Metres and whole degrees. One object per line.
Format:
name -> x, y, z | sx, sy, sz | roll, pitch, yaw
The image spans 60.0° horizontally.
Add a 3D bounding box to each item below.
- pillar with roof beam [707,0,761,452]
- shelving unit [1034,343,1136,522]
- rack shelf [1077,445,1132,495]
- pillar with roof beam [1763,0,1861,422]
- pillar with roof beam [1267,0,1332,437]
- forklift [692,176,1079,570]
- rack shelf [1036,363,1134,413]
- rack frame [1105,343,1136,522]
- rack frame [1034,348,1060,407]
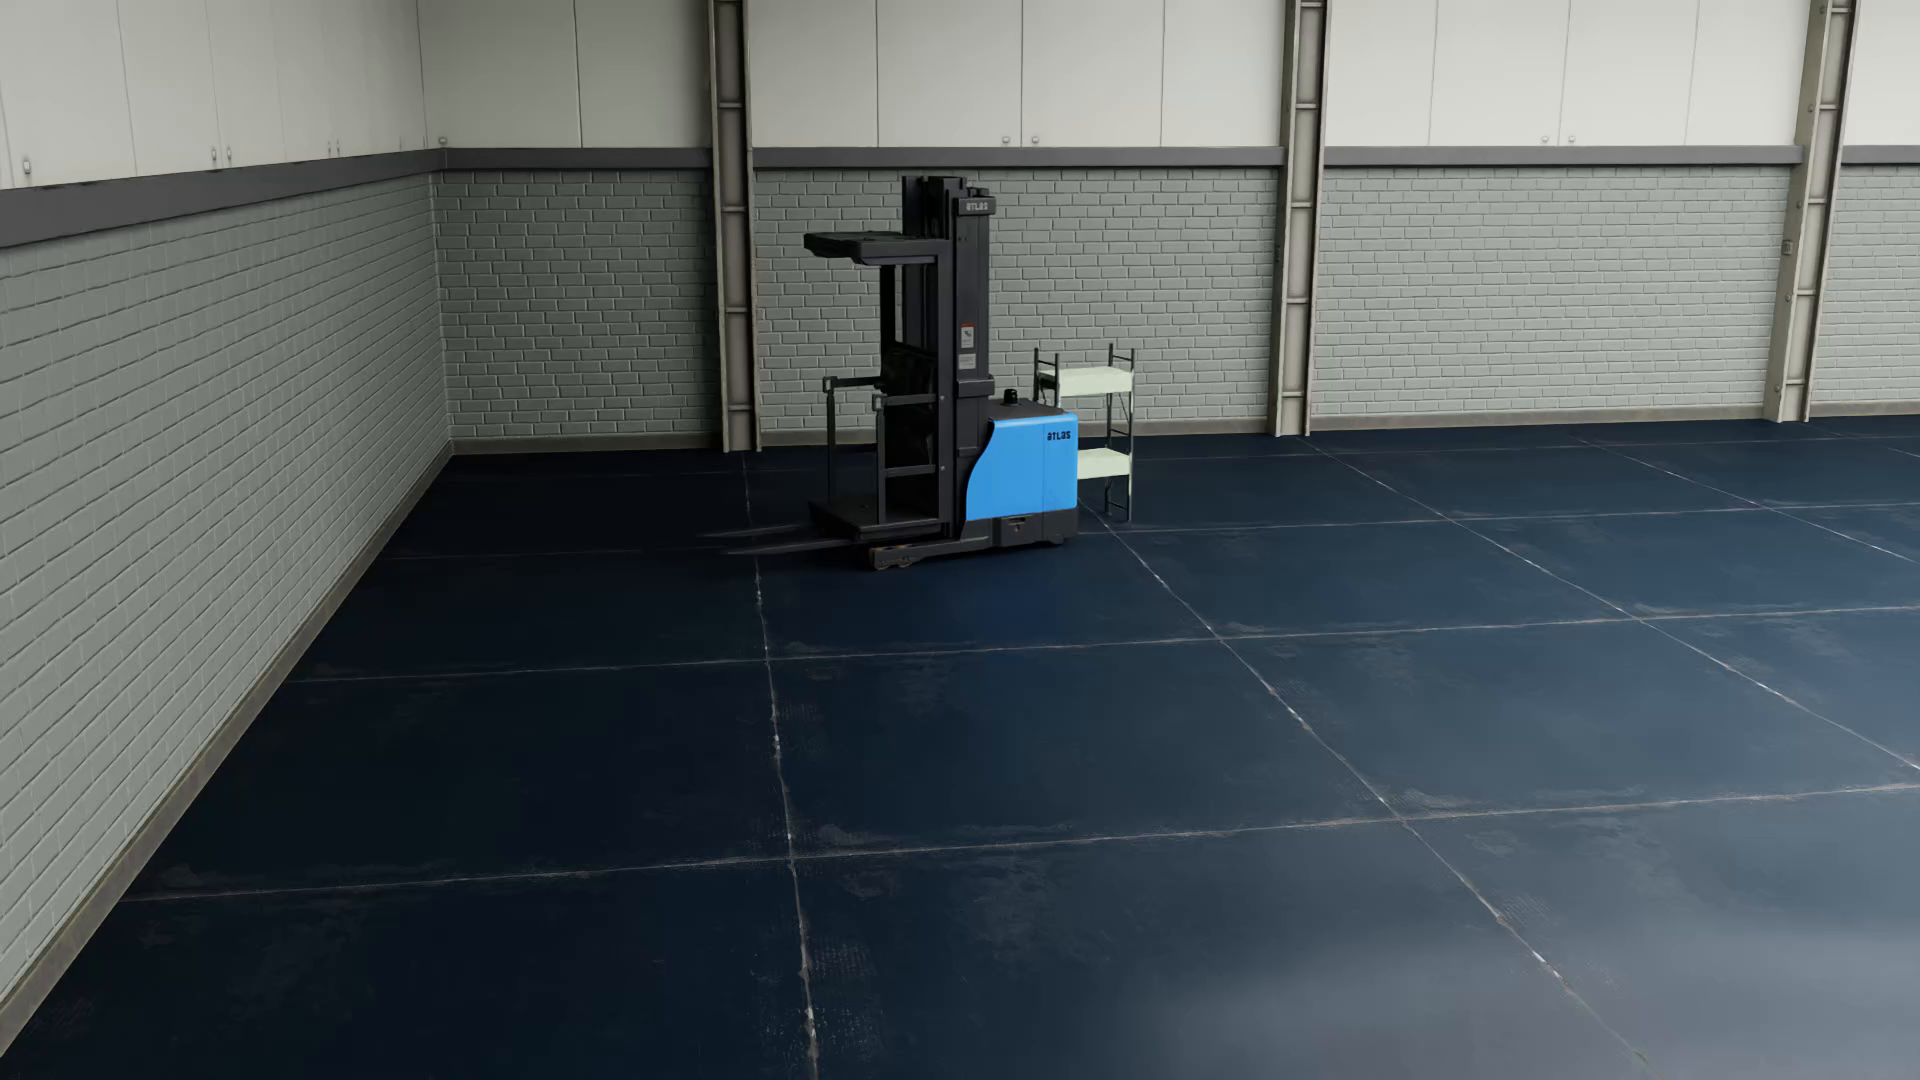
pillar with roof beam -> -1.661, -4.289, 12.326 | 0.400, 9.000, 9.100 | -2, 14, -8
shelving unit -> 1.050, -0.888, 14.174 | 0.755, 1.500, 0.431 | -7, 16, -25
rack shelf -> 1.049, -0.571, 14.253 | 0.720, 0.370, 0.431 | -7, 16, -25
pillar with roof beam -> 10.206, -4.724, 14.060 | 0.400, 9.000, 9.100 | -2, 14, -8
pillar with roof beam -> 4.273, -4.507, 13.193 | 0.400, 9.000, 9.100 | -2, 14, -8
forklift -> -0.587, -1.335, 13.021 | 3.031, 2.935, 1.130 | -7, 16, -26
rack shelf -> 1.051, -1.266, 14.080 | 0.720, 0.370, 0.431 | -7, 16, -25
rack frame -> 1.379, -0.926, 14.330 | 0.023, 1.500, 0.400 | -7, 16, -25
rack frame -> 0.721, -0.849, 14.019 | 0.023, 1.500, 0.400 | -7, 16, -25
